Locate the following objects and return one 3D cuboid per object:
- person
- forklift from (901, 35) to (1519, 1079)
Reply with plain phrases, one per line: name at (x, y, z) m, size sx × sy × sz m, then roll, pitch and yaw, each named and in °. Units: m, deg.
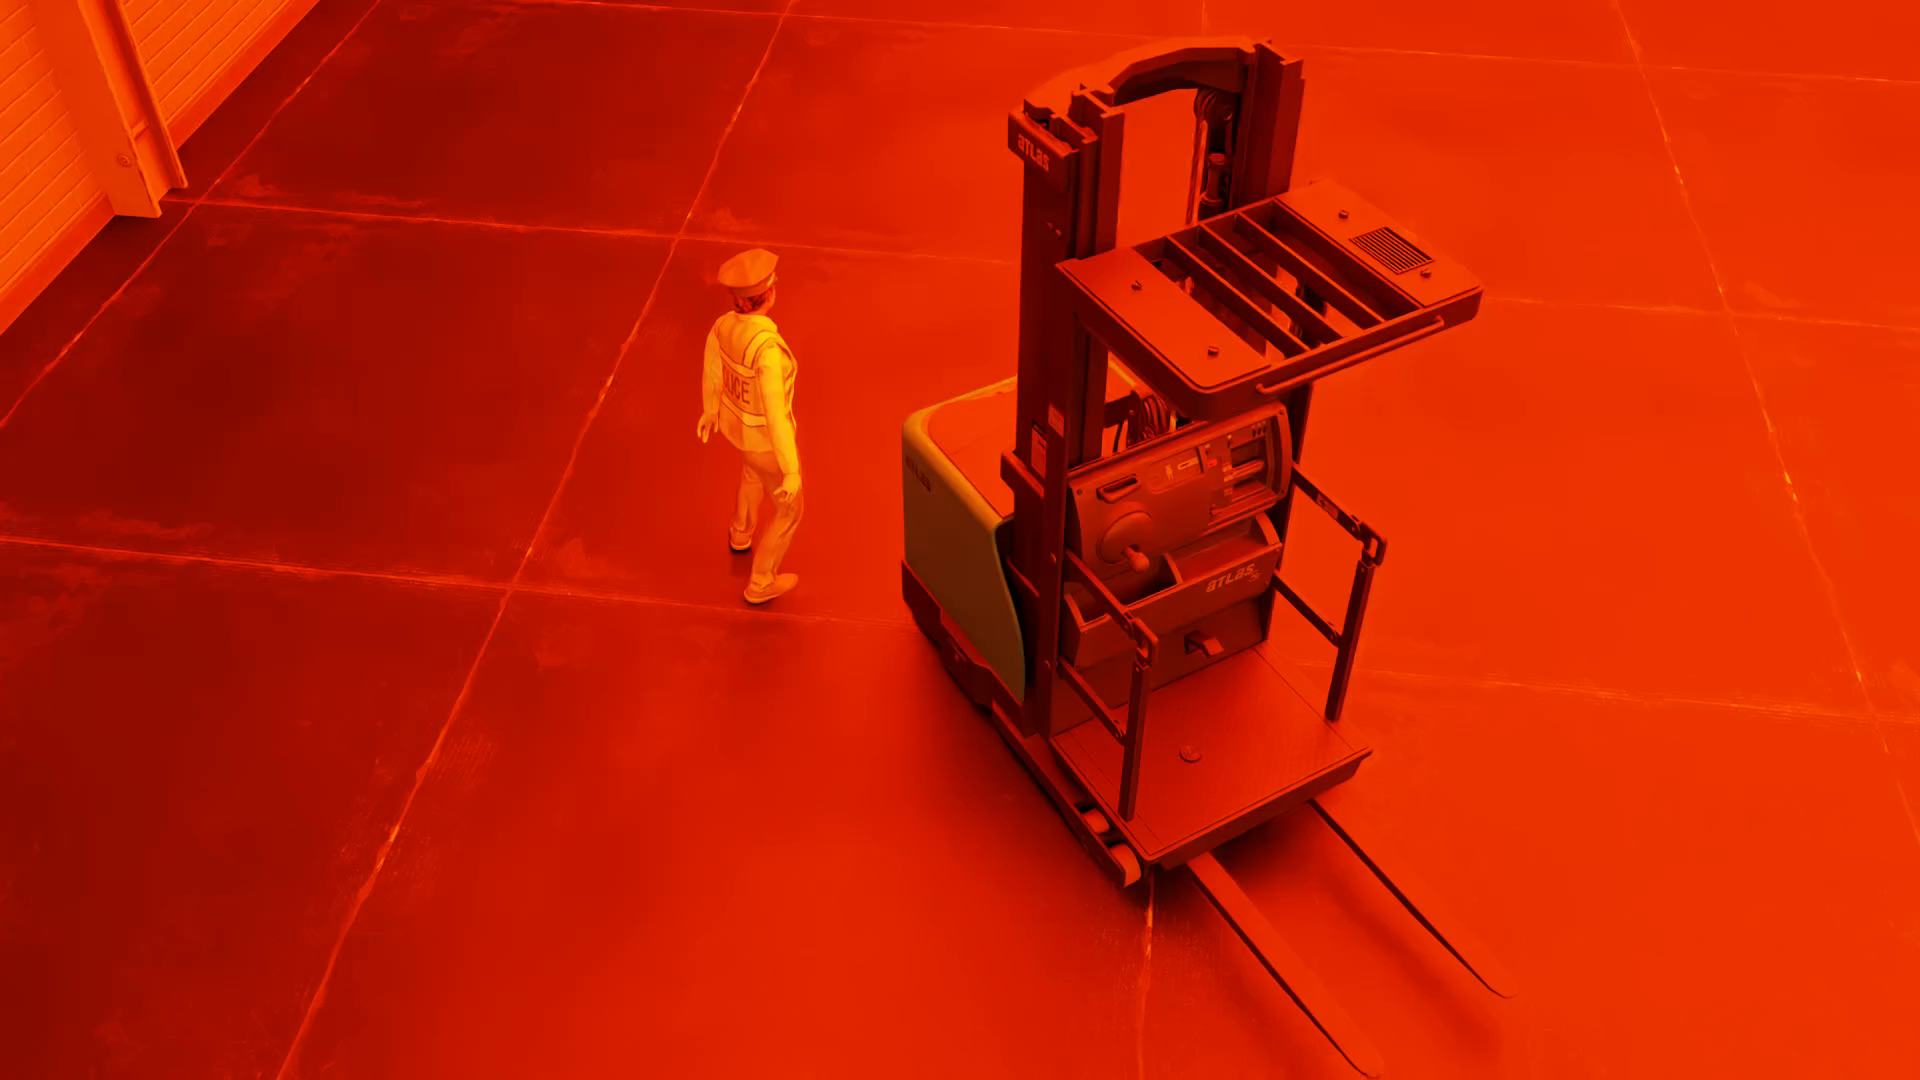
person at (-0.886, -0.459, 7.217) m, size 0.417 × 1.641 × 0.809 m, roll -25°, pitch 48°, yaw -25°
forklift at (0.915, -0.101, 5.834) m, size 1.130 × 2.935 × 3.031 m, roll -21°, pitch 47°, yaw -22°
